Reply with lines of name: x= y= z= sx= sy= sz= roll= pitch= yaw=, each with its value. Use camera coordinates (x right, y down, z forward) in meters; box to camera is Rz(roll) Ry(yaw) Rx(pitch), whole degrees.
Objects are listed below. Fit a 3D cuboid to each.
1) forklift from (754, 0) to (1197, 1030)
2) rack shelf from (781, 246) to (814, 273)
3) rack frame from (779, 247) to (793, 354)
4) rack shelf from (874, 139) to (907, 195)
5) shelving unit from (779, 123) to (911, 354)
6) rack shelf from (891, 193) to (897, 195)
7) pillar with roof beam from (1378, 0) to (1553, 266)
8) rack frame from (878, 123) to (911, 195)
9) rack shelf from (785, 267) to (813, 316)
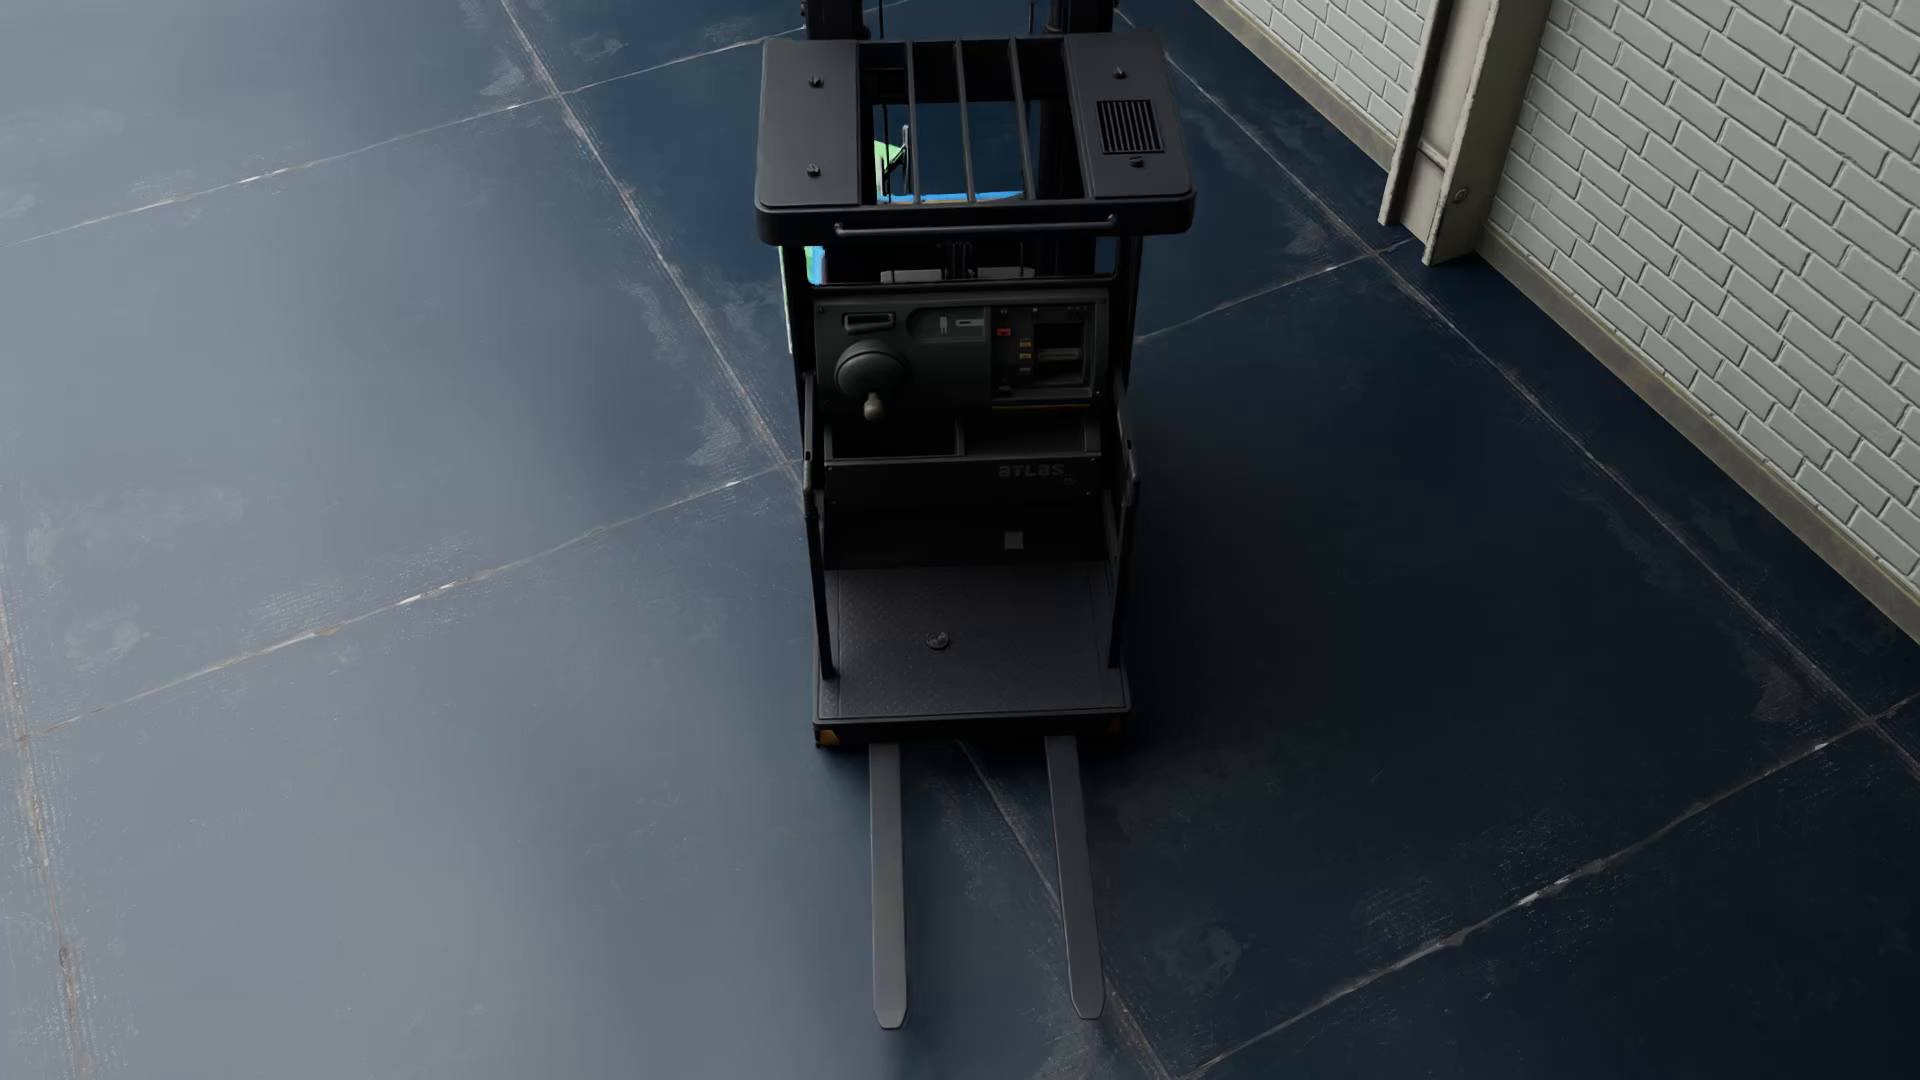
forklift: x=0.021 y=-0.484 z=5.118 sx=1.130 sy=2.935 sz=3.031 roll=-2 pitch=49 yaw=-2
rack shelf: x=-0.476 y=-1.181 z=6.964 sx=0.480 sy=0.148 sz=0.258 roll=20 pitch=52 yaw=16
rack frame: x=-0.696 y=-1.302 z=6.984 sx=0.015 sy=1.200 sz=0.240 roll=20 pitch=52 yaw=16
rack shelf: x=-0.476 y=-1.497 z=6.602 sx=0.480 sy=0.148 sz=0.258 roll=20 pitch=52 yaw=16
shelving unit: x=-0.476 y=-1.223 z=6.915 sx=0.503 sy=1.200 sz=0.258 roll=20 pitch=52 yaw=16
rack shelf: x=-0.476 y=-1.339 z=6.783 sx=0.480 sy=0.148 sz=0.258 roll=20 pitch=52 yaw=16
pillar with roof beam: x=-1.598 y=-2.940 z=3.235 sx=9.100 sy=9.000 sz=0.400 roll=-21 pitch=52 yaw=-18
rack frame: x=-0.255 y=-1.145 z=6.847 sx=0.015 sy=1.200 sz=0.240 roll=20 pitch=52 yaw=16
rack shelf: x=-0.476 y=-1.023 z=7.144 sx=0.480 sy=0.148 sz=0.258 roll=20 pitch=52 yaw=16
